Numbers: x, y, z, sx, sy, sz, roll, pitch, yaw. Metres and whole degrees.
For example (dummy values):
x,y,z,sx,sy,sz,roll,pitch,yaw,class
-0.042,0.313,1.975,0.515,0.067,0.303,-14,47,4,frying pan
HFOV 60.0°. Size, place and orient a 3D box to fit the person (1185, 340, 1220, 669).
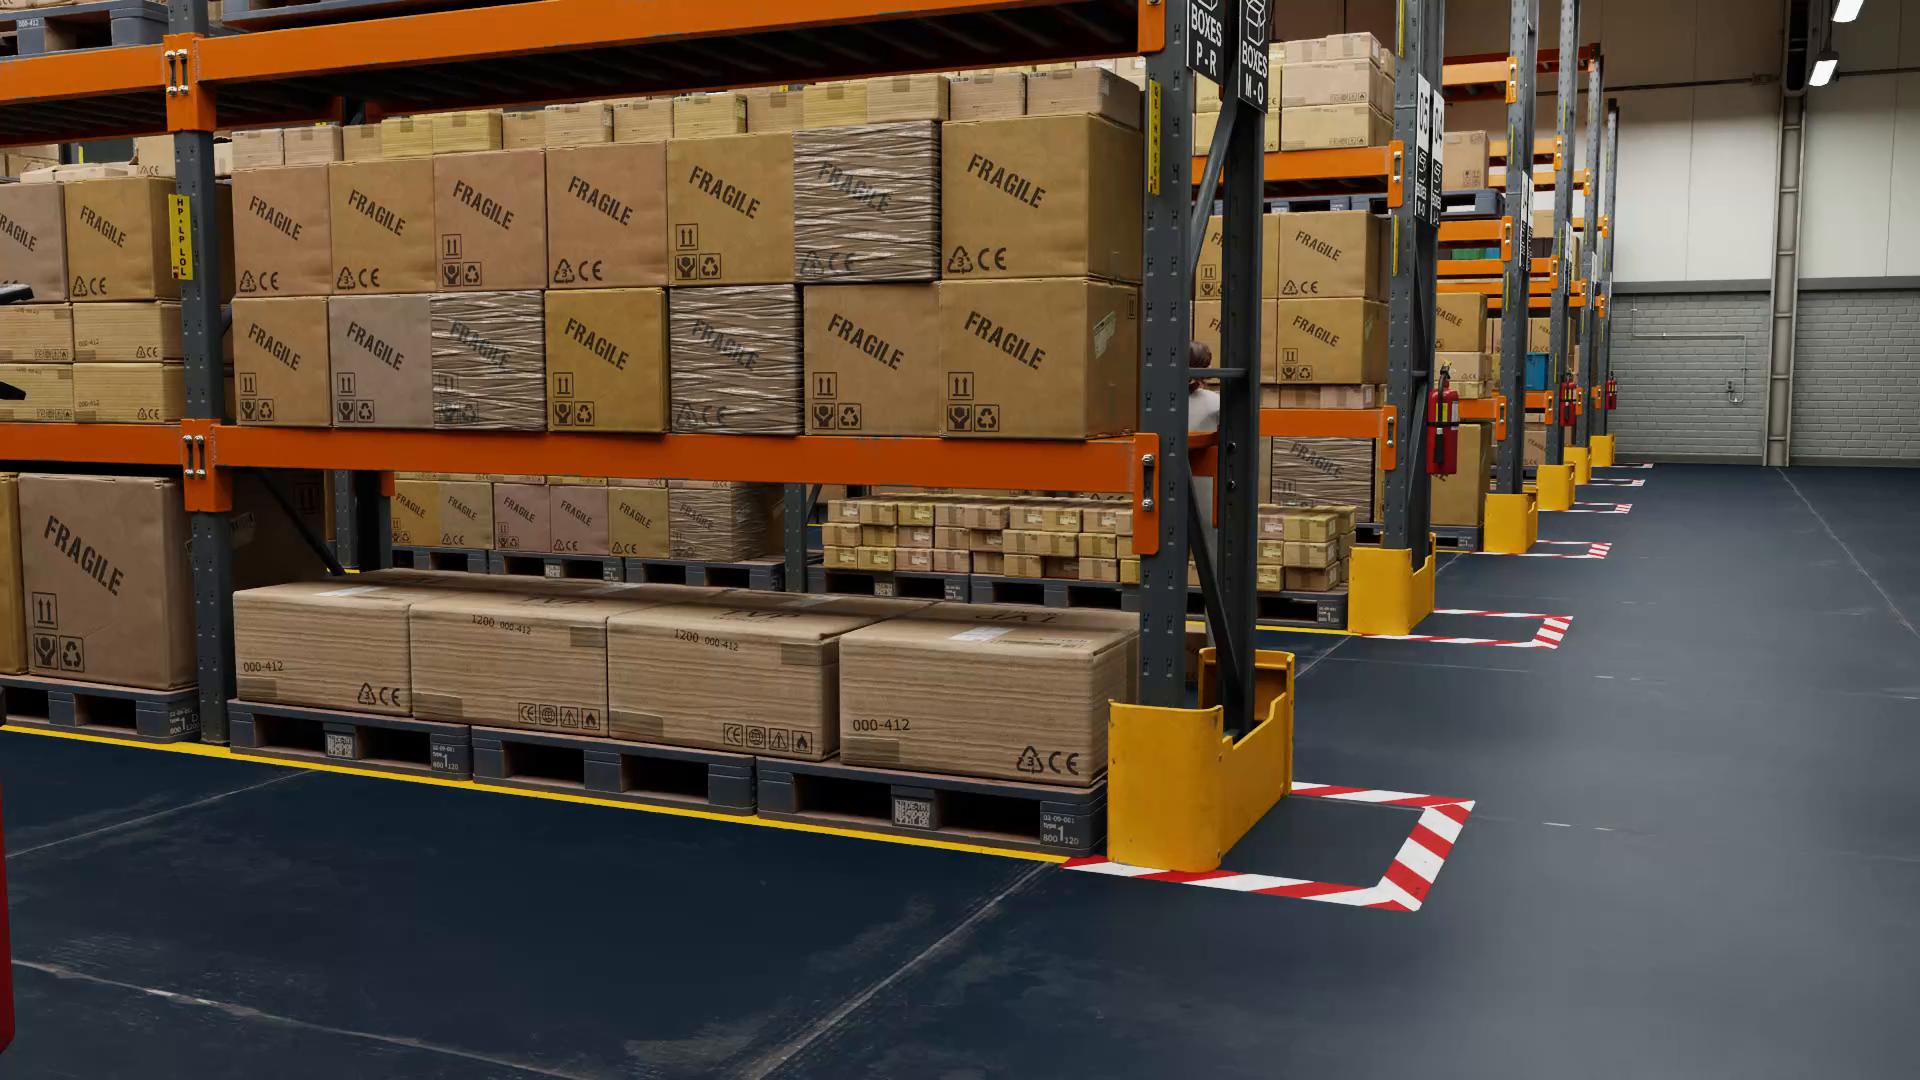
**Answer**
x,y,z,sx,sy,sz,roll,pitch,yaw,class
1.121,-0.121,7.967,0.514,1.672,0.365,2,6,20,person
